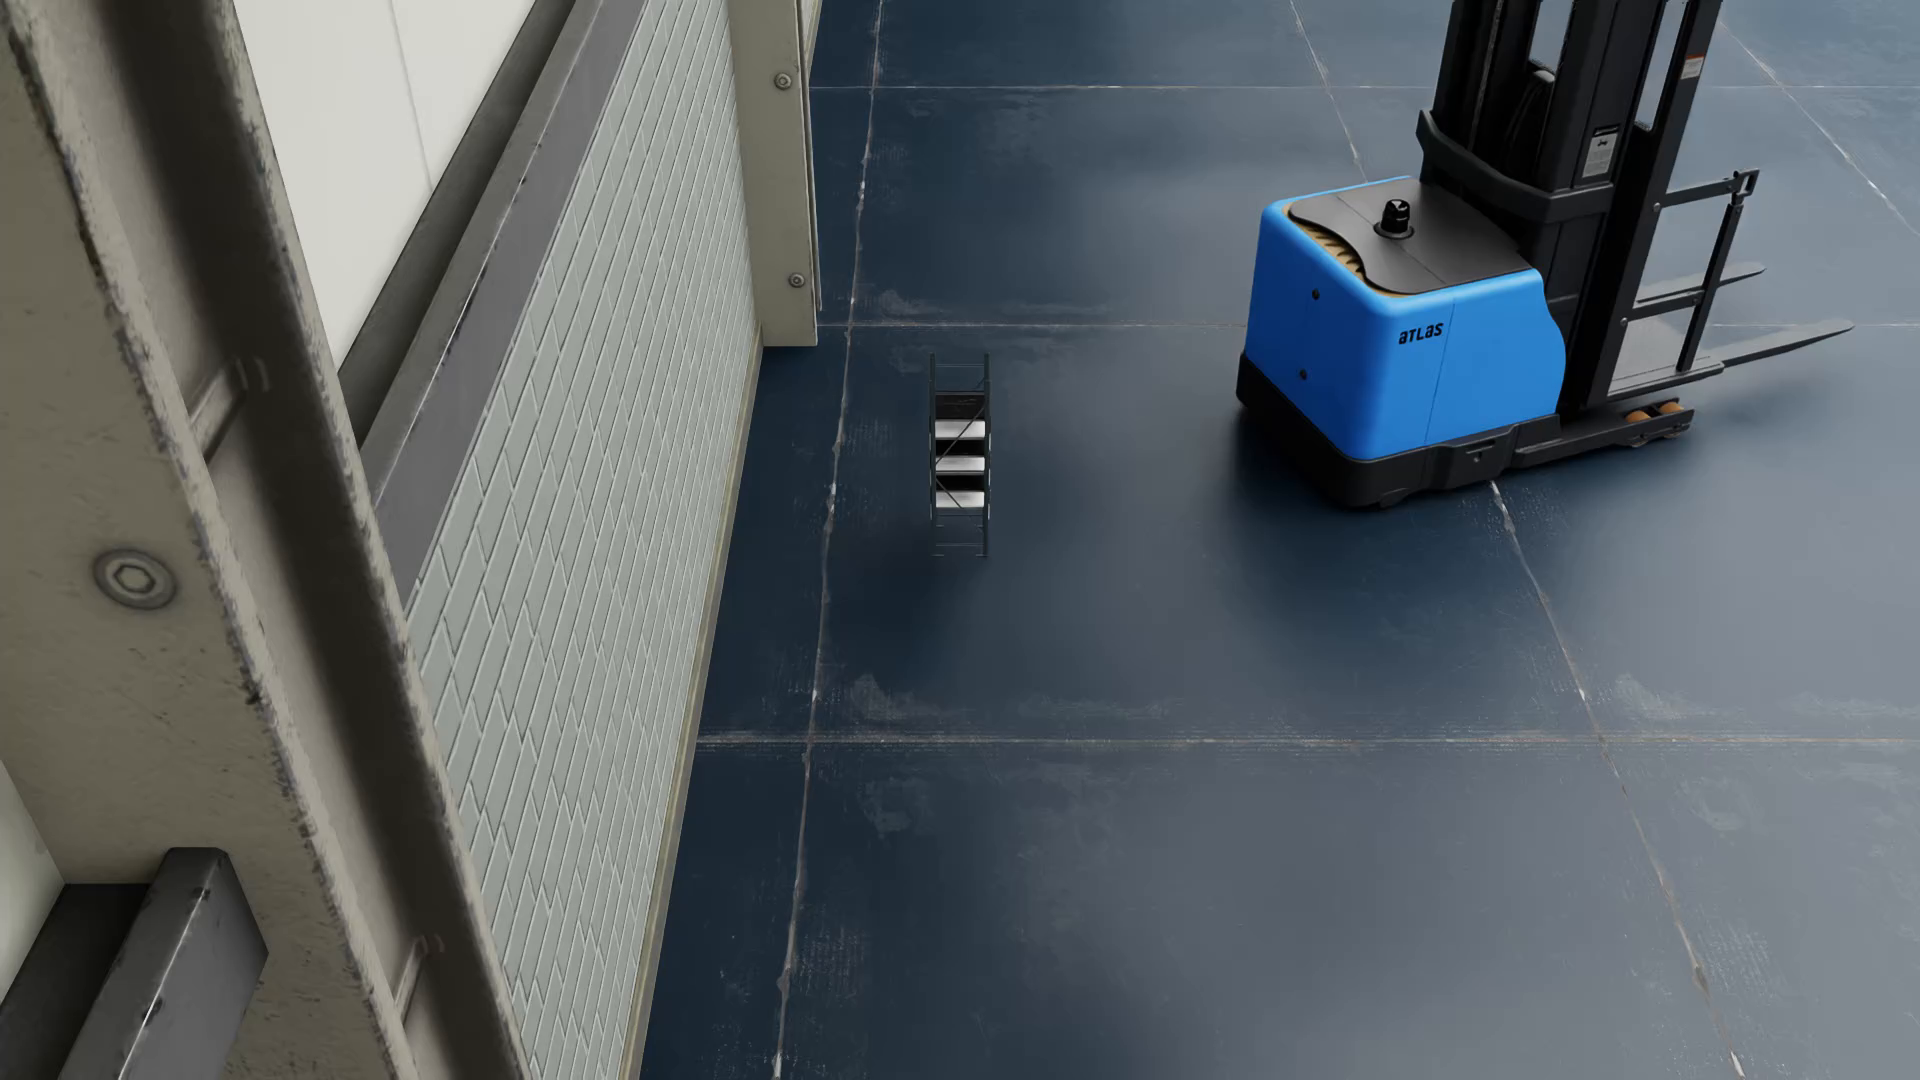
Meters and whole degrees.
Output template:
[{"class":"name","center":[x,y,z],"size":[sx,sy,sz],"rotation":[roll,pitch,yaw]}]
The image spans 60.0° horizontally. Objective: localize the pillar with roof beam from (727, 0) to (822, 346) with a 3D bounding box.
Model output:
[{"class":"pillar with roof beam","center":[3.419,-4.628,5.830],"size":[9.100,9.000,0.400],"rotation":[0,39,0]}]

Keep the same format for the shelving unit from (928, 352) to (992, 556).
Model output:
[{"class":"shelving unit","center":[0.000,-0.346,6.962],"size":[0.258,0.900,0.210],"rotation":[0,39,0]}]

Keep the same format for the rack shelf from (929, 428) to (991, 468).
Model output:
[{"class":"rack shelf","center":[0.000,-0.390,6.927],"size":[0.258,0.077,0.200],"rotation":[0,39,0]}]

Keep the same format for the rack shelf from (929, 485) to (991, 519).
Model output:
[{"class":"rack shelf","center":[0.000,-0.180,7.096],"size":[0.258,0.077,0.200],"rotation":[0,39,0]}]

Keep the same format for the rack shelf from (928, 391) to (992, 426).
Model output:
[{"class":"rack shelf","center":[0.000,-0.531,6.814],"size":[0.258,0.077,0.200],"rotation":[0,39,0]}]

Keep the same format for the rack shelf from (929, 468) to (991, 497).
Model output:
[{"class":"rack shelf","center":[0.000,-0.250,7.039],"size":[0.258,0.077,0.200],"rotation":[0,39,0]}]

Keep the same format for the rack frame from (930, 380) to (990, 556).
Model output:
[{"class":"rack frame","center":[0.000,-0.282,6.883],"size":[0.240,0.900,0.006],"rotation":[0,39,0]}]

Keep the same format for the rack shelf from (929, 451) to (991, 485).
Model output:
[{"class":"rack shelf","center":[0.000,-0.320,6.983],"size":[0.258,0.077,0.200],"rotation":[0,39,0]}]

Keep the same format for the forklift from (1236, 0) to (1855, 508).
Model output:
[{"class":"forklift","center":[2.898,-1.872,7.242],"size":[3.031,2.935,1.130],"rotation":[-14,41,-17]}]

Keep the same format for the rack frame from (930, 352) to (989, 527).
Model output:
[{"class":"rack frame","center":[0.000,-0.410,7.042],"size":[0.240,0.900,0.006],"rotation":[0,39,0]}]

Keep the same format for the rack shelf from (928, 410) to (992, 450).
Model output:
[{"class":"rack shelf","center":[0.000,-0.461,6.871],"size":[0.258,0.077,0.200],"rotation":[0,39,0]}]
